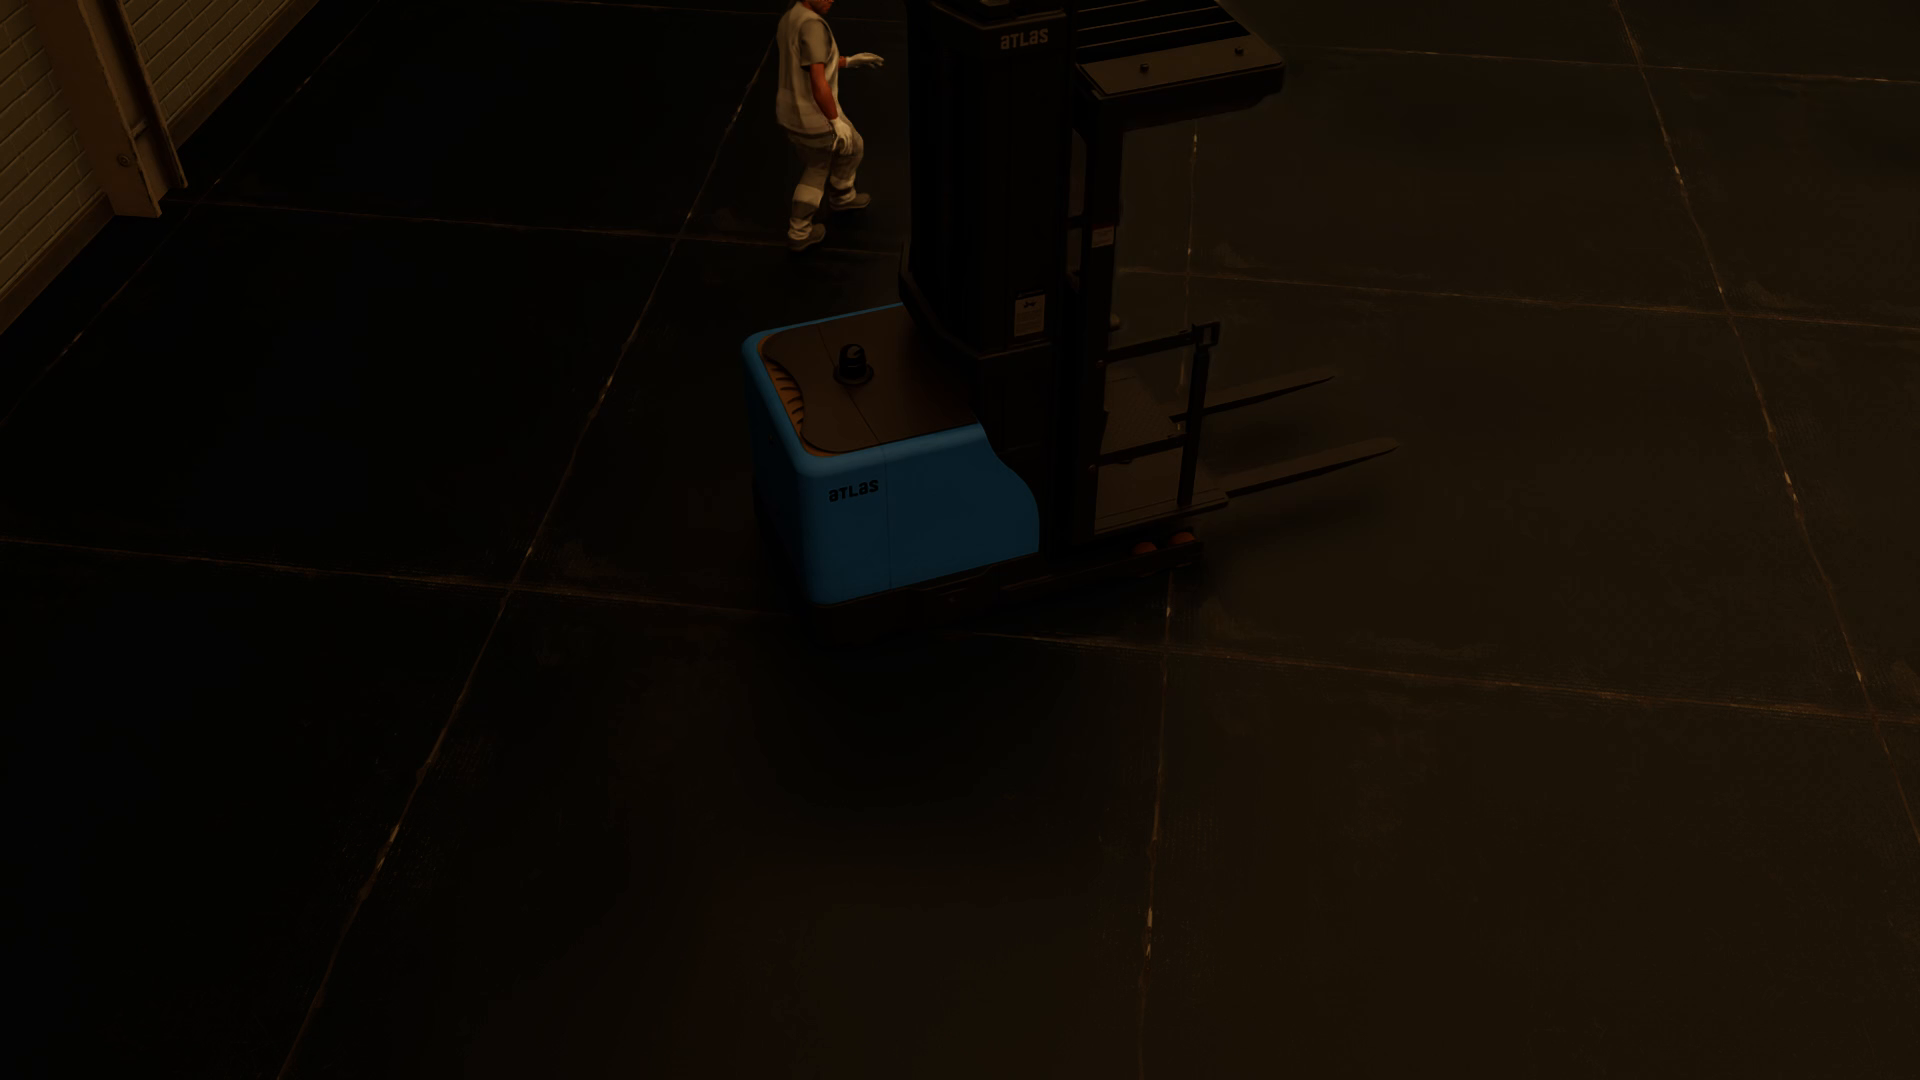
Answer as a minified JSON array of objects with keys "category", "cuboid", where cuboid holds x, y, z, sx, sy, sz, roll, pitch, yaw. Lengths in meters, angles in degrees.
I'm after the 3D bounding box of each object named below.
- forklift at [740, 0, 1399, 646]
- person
[{"category":"forklift","cuboid":[0.596,-1.229,7.062,3.031,2.935,1.130,-14,44,-15]},{"category":"person","cuboid":[-0.663,-2.421,9.329,0.816,1.636,0.803,-34,52,-31]}]
